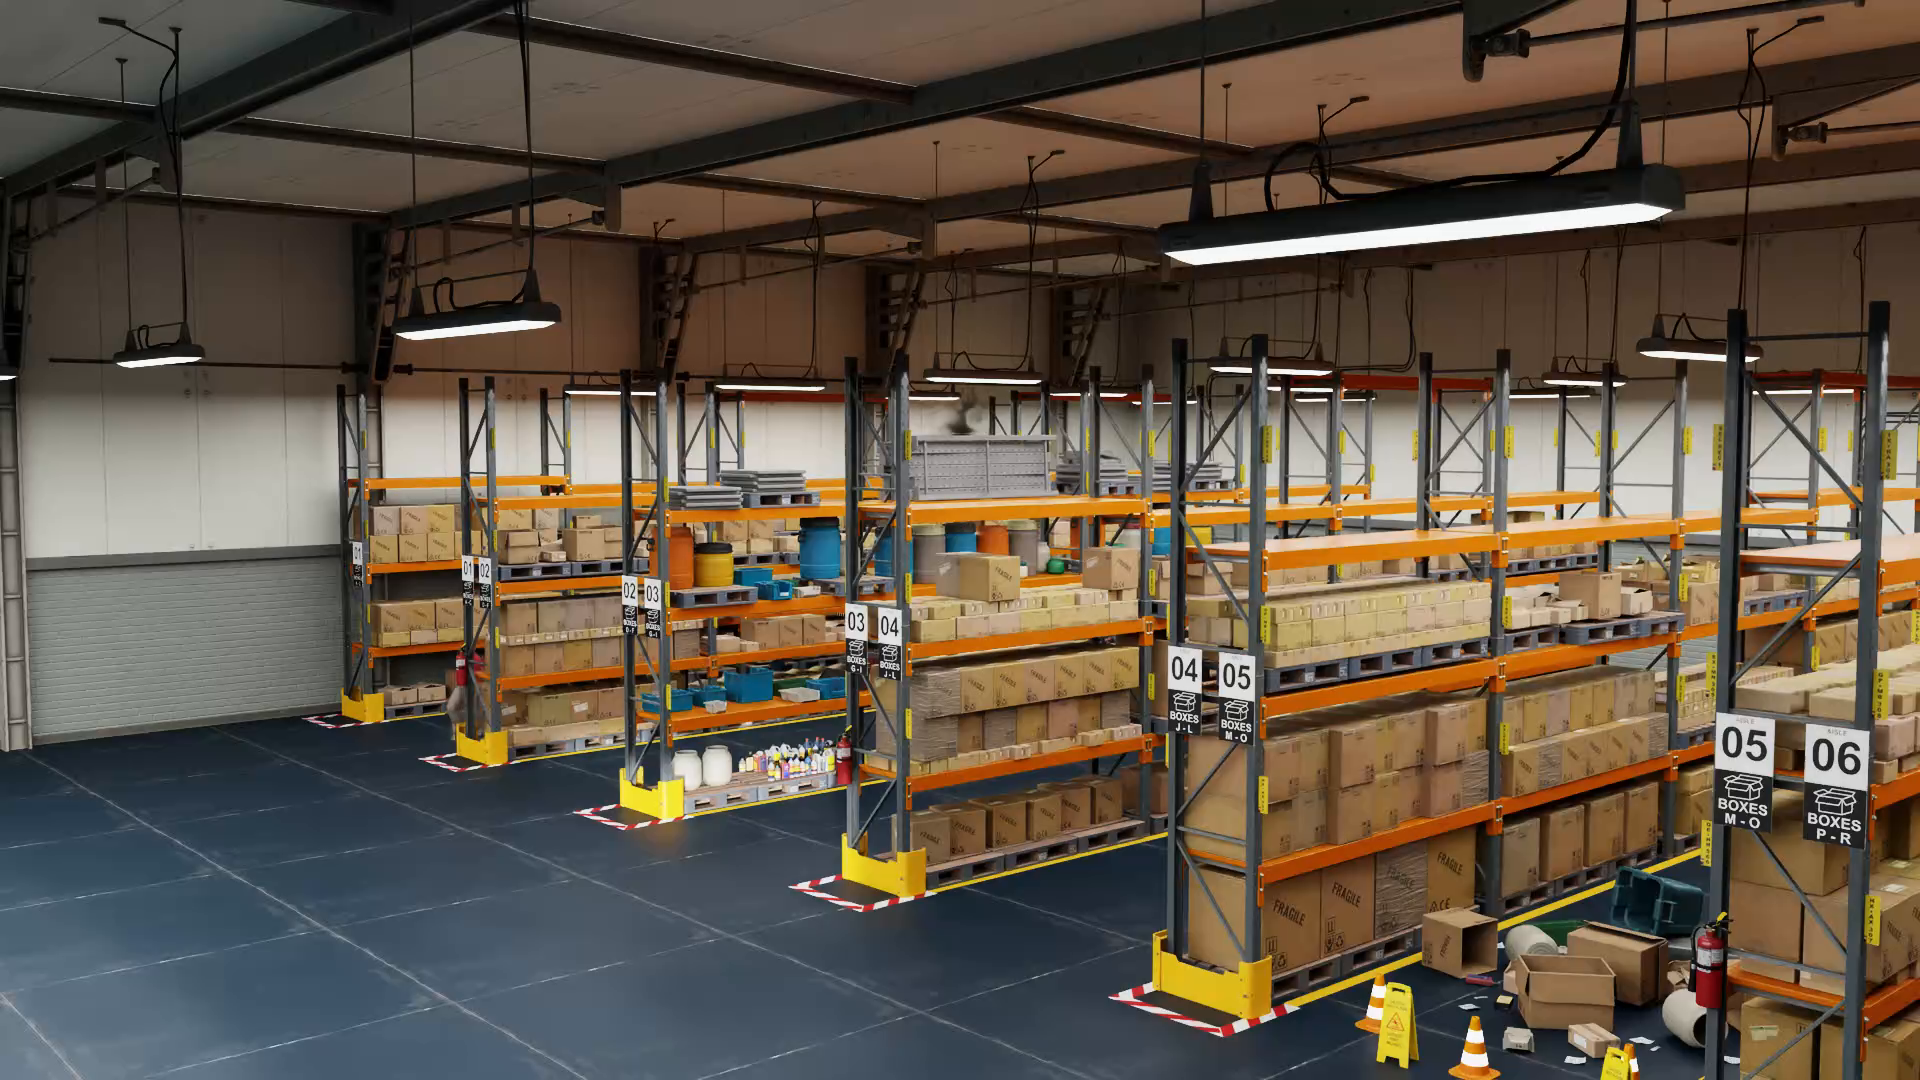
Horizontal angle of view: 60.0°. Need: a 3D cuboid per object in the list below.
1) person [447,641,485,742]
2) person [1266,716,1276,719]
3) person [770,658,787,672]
[{"bbox_3d":[-8.184,2.517,27.762,0.647,1.793,0.725,3,5,35],"label":"person"},{"bbox_3d":[3.833,2.982,20.107,0.648,1.746,0.673,-3,5,-43],"label":"person"},{"bbox_3d":[-3.446,2.301,31.713,0.538,1.596,0.775,3,5,42],"label":"person"}]
